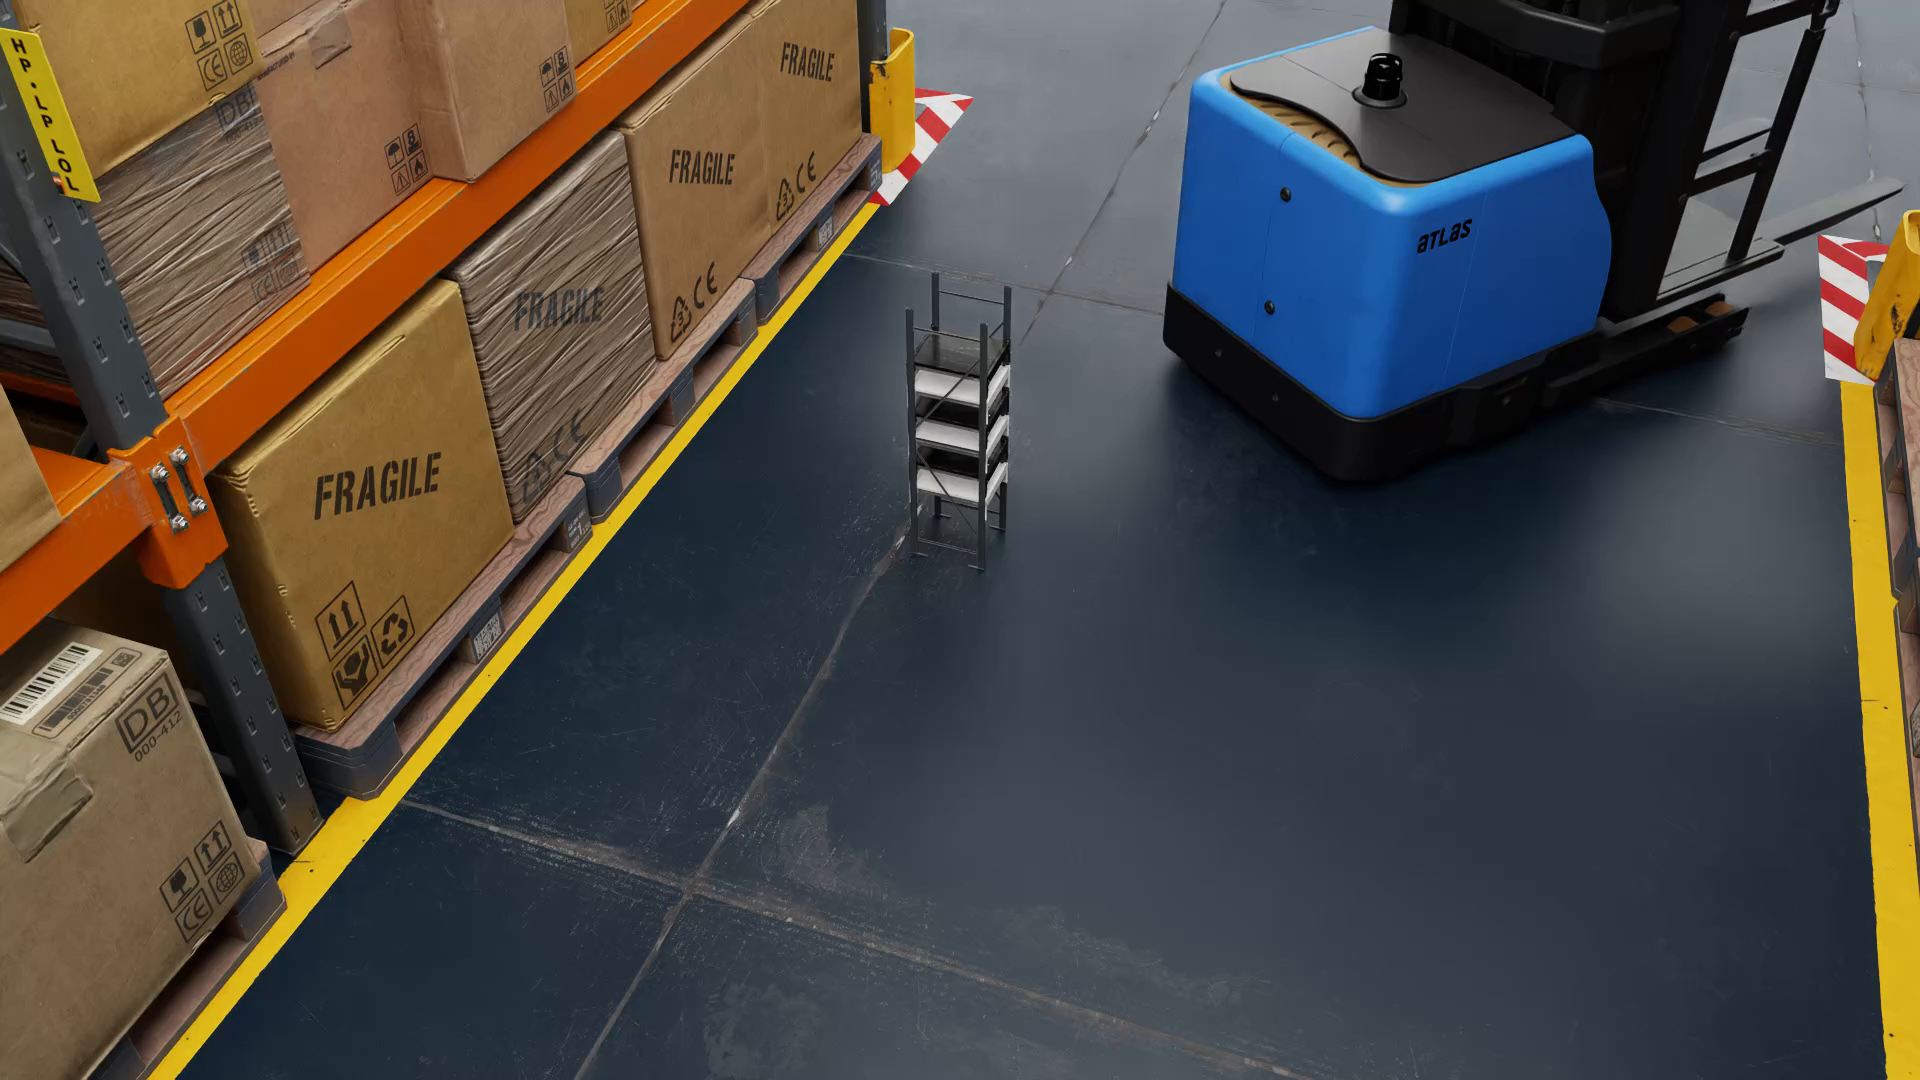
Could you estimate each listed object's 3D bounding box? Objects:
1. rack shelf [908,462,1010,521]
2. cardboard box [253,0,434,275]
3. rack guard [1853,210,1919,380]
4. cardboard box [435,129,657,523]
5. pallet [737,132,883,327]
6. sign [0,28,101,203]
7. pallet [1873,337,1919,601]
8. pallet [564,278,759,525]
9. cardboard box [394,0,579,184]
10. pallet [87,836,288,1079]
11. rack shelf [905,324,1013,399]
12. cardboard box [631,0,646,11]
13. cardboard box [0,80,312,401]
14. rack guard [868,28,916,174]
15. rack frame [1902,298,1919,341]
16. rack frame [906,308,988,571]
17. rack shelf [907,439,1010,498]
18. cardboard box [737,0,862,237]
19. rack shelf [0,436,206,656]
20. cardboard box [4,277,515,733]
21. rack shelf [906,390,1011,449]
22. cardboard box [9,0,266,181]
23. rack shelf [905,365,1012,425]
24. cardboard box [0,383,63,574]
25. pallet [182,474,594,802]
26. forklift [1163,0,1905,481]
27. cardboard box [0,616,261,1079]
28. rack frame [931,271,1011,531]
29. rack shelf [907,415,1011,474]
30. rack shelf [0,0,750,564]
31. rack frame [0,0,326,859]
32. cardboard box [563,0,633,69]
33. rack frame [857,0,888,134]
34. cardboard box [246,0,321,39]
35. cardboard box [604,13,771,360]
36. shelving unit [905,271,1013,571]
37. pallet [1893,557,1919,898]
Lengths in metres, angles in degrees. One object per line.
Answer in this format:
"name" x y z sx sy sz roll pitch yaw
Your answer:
"rack shelf" -0.003 -0.175 5.091 0.258 0.077 0.200 13 42 15
"cardboard box" -1.878 -1.092 4.104 0.875 0.550 0.550 13 42 15
"rack guard" 3.808 -0.747 5.741 1.175 0.500 0.348 13 42 15
"cardboard box" -1.574 -0.737 5.117 0.875 0.875 0.875 14 42 15
"pallet" -0.992 -1.341 6.659 1.003 0.211 1.213 13 42 15
"sign" -1.647 -0.763 3.002 0.100 0.325 0.005 13 42 15
"pallet" 3.497 -0.150 5.263 1.003 0.211 1.213 13 42 15
"pallet" -1.411 -0.599 5.790 1.003 0.211 1.213 13 42 15
"cardboard box" -1.583 -1.396 4.459 0.875 0.550 0.550 13 42 15
"pallet" -2.353 1.081 3.820 1.003 0.211 1.213 13 42 15
"rack shelf" -0.003 -0.517 4.799 0.258 0.077 0.200 13 42 15
"cardboard box" -1.353 -2.074 5.254 0.875 0.550 0.550 13 42 15
"cardboard box" -2.045 -0.752 3.705 0.875 0.550 0.550 13 42 15
"rack guard" -0.784 -1.971 7.175 1.175 0.500 0.348 13 42 15
"rack frame" 3.834 -1.744 4.984 1.000 3.000 0.127 13 42 15
"rack frame" -0.038 -0.275 4.879 0.240 0.900 0.006 13 42 15
"rack shelf" -0.003 -0.244 5.032 0.258 0.077 0.200 13 42 15
"cardboard box" -0.962 -1.830 6.397 0.875 0.875 0.875 14 42 15
"rack shelf" -2.844 1.026 2.290 1.077 0.370 4.000 13 42 15
"cardboard box" -1.879 -0.187 4.471 0.875 0.875 0.875 14 42 16
"rack shelf" -0.003 -0.381 4.915 0.258 0.077 0.200 13 42 15
"cardboard box" -2.001 -1.152 3.342 0.875 0.550 0.550 13 42 15
"rack shelf" -0.003 -0.449 4.857 0.258 0.077 0.200 13 42 15
"cardboard box" -2.087 -0.128 3.011 0.500 0.500 0.500 13 42 15
"pallet" -1.826 0.147 4.915 1.003 0.211 1.213 13 42 15
"forklift" 2.257 -2.023 5.363 3.031 2.935 1.130 -21 45 -23
"cardboard box" -2.287 0.627 3.613 1.050 0.750 0.750 13 42 15
"rack frame" 0.032 -0.399 5.025 0.240 0.900 0.006 13 42 15
"rack shelf" -0.003 -0.312 4.974 0.258 0.077 0.200 13 42 15
"rack shelf" -1.476 -1.413 5.150 1.077 0.370 4.000 13 42 15
"rack frame" -2.160 -0.467 3.487 1.000 3.000 0.127 13 42 15
"cardboard box" -1.496 -1.741 4.864 0.875 0.550 0.500 13 42 15
"rack frame" -0.792 -2.907 6.346 1.000 3.000 0.127 13 42 15
"cardboard box" -1.922 -1.514 3.766 0.875 0.550 0.550 13 42 15
"cardboard box" -1.261 -1.293 5.768 0.875 0.875 0.875 13 42 14
"shelving unit" -0.003 -0.337 4.952 0.258 0.900 0.210 13 42 15
"pallet" 3.079 0.592 4.393 1.003 0.211 1.213 13 42 15
